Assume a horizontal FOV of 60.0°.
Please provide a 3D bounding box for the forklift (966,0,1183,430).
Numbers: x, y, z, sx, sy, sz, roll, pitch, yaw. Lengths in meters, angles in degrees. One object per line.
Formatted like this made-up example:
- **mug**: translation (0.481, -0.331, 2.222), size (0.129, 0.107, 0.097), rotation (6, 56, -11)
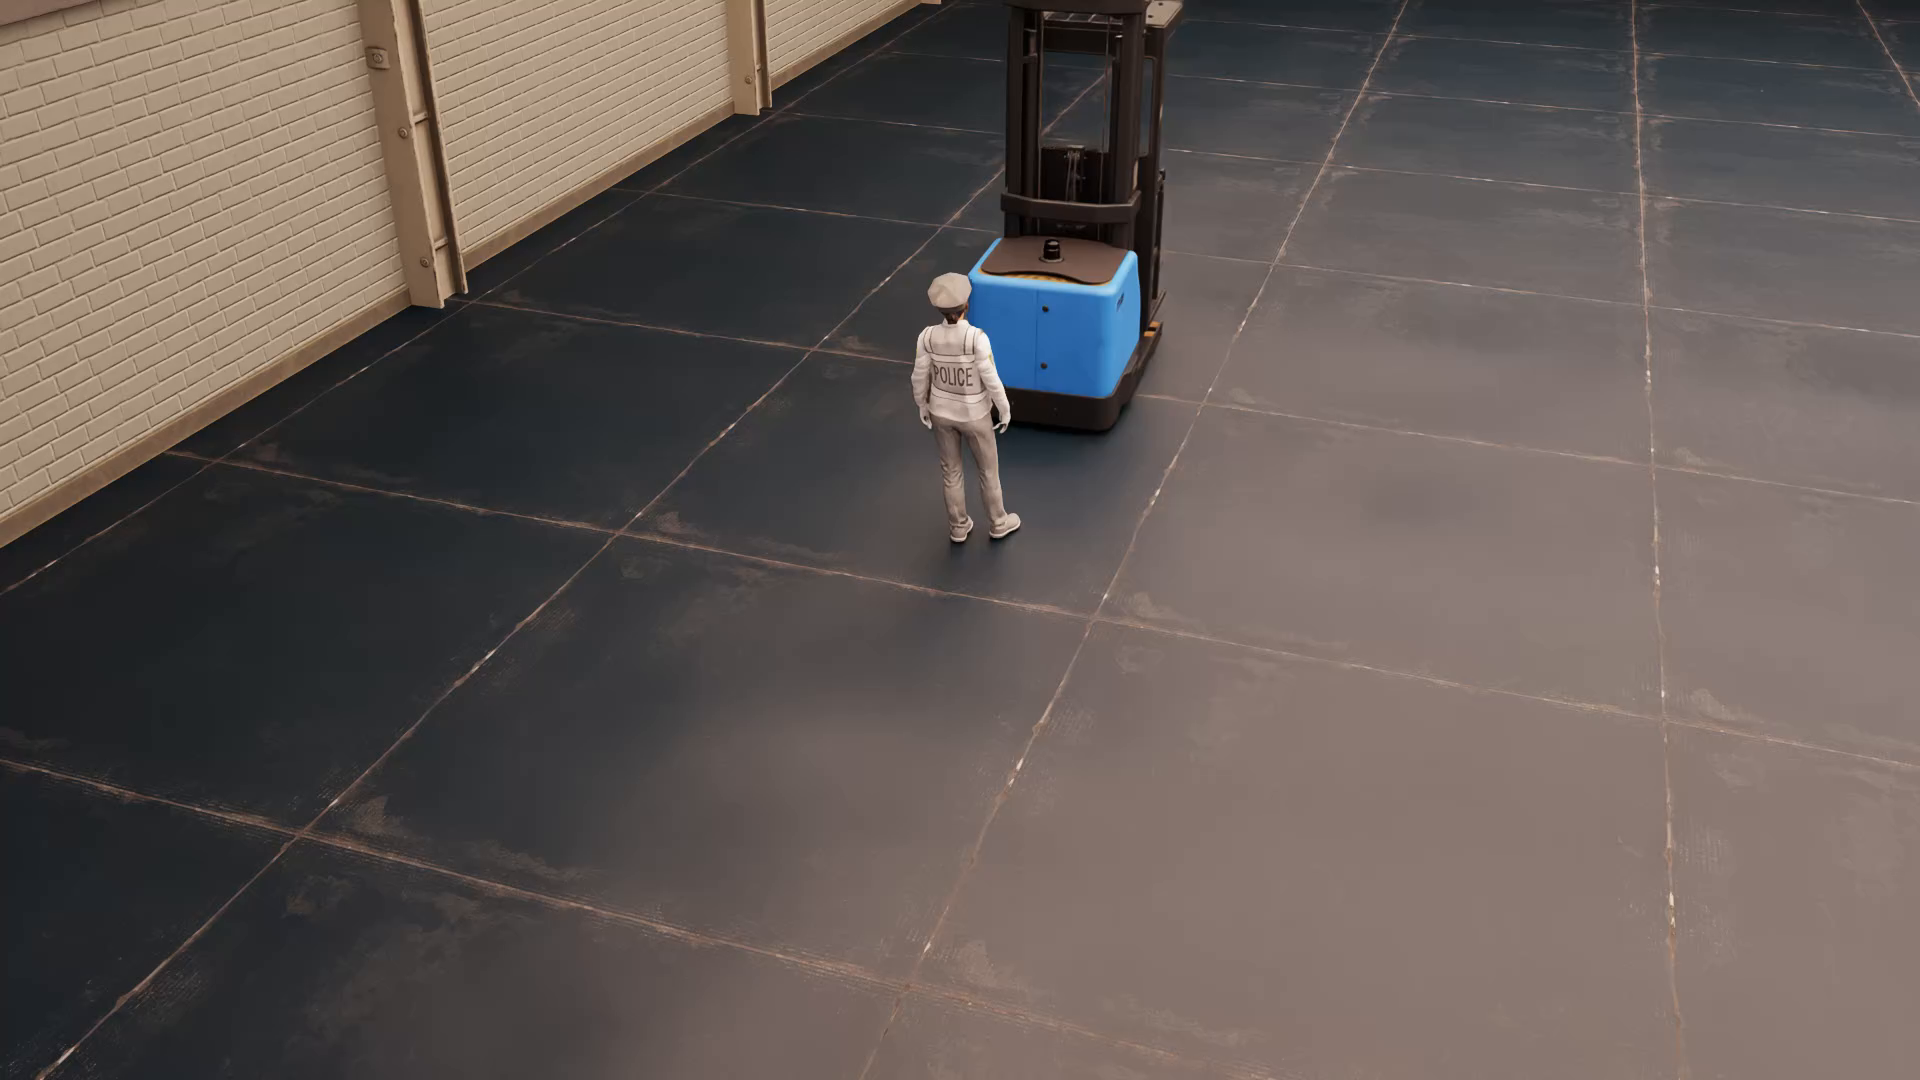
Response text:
- **forklift**: translation (0.926, -2.731, 11.928), size (1.130, 2.935, 3.031), rotation (8, 31, 14)

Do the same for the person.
- **person**: translation (0.028, -0.773, 9.728), size (0.587, 1.695, 0.531), rotation (10, 31, 16)
